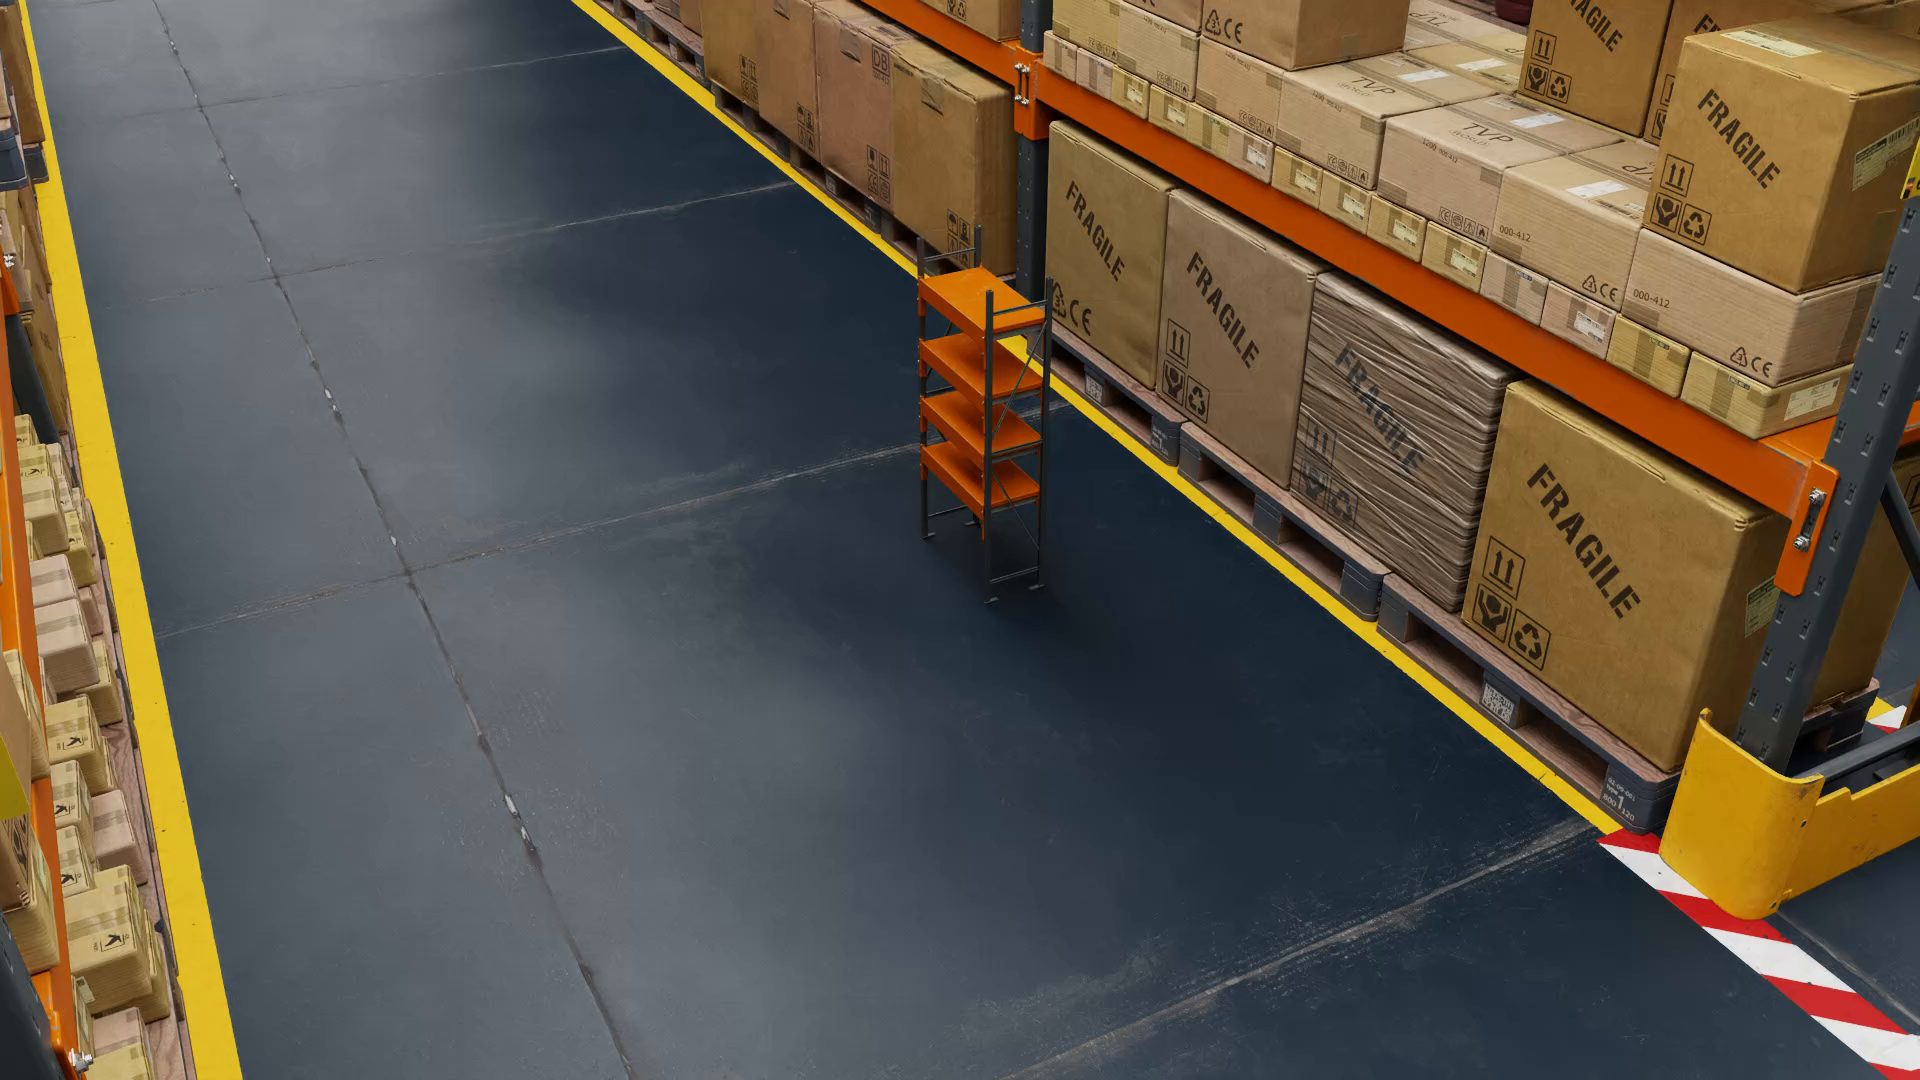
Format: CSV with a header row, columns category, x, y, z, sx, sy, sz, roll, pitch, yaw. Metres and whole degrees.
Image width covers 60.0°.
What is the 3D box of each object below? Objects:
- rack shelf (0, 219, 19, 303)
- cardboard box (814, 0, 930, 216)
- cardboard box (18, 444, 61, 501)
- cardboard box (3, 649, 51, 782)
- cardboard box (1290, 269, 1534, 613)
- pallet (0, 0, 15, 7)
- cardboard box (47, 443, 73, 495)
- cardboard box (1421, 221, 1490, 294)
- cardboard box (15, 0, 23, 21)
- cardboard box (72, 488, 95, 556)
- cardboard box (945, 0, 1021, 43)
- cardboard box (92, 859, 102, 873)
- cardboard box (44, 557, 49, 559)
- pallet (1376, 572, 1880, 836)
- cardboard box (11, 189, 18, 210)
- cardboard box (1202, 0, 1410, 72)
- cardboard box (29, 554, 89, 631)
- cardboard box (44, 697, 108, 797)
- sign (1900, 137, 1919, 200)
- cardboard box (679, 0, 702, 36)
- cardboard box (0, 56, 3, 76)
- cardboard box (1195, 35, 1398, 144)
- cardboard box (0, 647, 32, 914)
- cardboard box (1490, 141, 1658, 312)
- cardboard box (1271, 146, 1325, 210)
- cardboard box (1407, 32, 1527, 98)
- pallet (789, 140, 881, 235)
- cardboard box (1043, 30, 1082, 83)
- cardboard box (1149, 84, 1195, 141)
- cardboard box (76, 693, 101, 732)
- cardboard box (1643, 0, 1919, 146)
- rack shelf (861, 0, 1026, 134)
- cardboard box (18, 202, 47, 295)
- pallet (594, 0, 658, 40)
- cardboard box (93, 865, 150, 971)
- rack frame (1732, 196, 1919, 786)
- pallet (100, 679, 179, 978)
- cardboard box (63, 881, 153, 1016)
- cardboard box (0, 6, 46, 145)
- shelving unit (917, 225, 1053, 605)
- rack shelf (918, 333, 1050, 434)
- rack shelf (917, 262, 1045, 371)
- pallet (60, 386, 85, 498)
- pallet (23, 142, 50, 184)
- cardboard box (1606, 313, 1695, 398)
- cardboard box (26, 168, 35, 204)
category,x,y,z,sx,sy,sz,roll,pitch,yaw
rack shelf,-4.643,-1.798,6.942,1.077,0.370,4.000,-16,36,-23
cardboard box,-0.009,-2.354,8.725,1.225,0.875,0.875,-17,36,-25
cardboard box,-3.160,-0.157,5.416,0.380,0.149,0.250,-15,36,-23
cardboard box,-1.940,0.379,3.111,0.380,0.149,0.250,-17,36,-24
cardboard box,1.796,-0.438,5.734,0.875,0.875,0.875,-16,36,-23
pallet,-5.149,-2.661,7.801,1.213,0.211,1.003,-16,36,-23
cardboard box,-3.282,-0.178,5.724,0.380,0.149,0.250,-15,36,-22
cardboard box,1.655,-0.905,5.115,0.380,0.149,0.250,-17,36,-24
cardboard box,-7.071,-3.920,11.284,1.050,0.750,0.750,-16,36,-23
cardboard box,-3.226,-0.021,5.756,0.380,0.149,0.250,-15,36,-23
cardboard box,0.265,-2.542,7.345,0.500,0.500,0.500,-16,36,-23
cardboard box,-2.348,0.987,4.182,0.380,0.149,0.250,-16,36,-23
cardboard box,-2.974,0.216,5.110,0.380,0.149,0.250,-16,36,-23
pallet,2.148,0.376,5.468,1.003,0.211,1.213,-16,36,-23
cardboard box,-4.305,-1.503,7.049,0.500,0.250,0.500,-14,35,-21
cardboard box,1.191,-1.946,5.676,0.500,0.500,0.500,-17,36,-25
cardboard box,-2.777,0.210,4.844,0.380,0.149,0.250,-18,37,-25
cardboard box,-2.420,0.577,4.270,0.380,0.149,0.250,-15,36,-22
sign,2.103,-0.894,3.572,0.100,0.325,0.005,-16,36,-23
cardboard box,-1.470,-3.702,11.157,0.700,0.500,0.500,-18,37,-26
cardboard box,-3.734,-1.772,6.079,0.380,0.149,0.250,-16,36,-23
cardboard box,1.186,-1.633,5.882,0.500,0.250,0.500,-15,36,-22
cardboard box,-1.810,0.312,2.615,0.500,0.500,0.500,-14,35,-21
cardboard box,1.893,-0.905,4.746,0.500,0.250,0.500,-17,36,-24
cardboard box,1.297,-1.271,5.687,0.380,0.149,0.250,-17,36,-24
cardboard box,1.878,-1.530,5.722,0.500,0.250,0.500,-17,36,-24
pallet,-0.274,-2.104,9.338,1.003,0.211,1.213,-16,36,-23
cardboard box,0.568,-2.015,6.847,0.380,0.149,0.250,-16,36,-23
cardboard box,0.938,-1.639,6.260,0.380,0.149,0.250,-17,36,-24
cardboard box,-2.681,0.614,4.764,0.380,0.149,0.250,-15,36,-22
cardboard box,2.372,-1.350,4.745,0.500,0.500,0.500,-17,36,-24
rack shelf,-0.208,-2.997,8.814,1.077,0.370,4.000,-16,36,-23
cardboard box,-4.324,-1.189,7.252,0.500,0.500,0.500,-15,36,-22
pallet,-2.068,-4.035,12.353,1.003,0.211,1.213,-16,36,-23
cardboard box,-2.156,0.957,3.953,0.380,0.149,0.250,-15,35,-22
rack frame,2.590,-0.437,4.151,1.000,3.000,0.127,-16,36,-23
pallet,-2.793,0.922,4.614,1.003,0.211,1.213,-16,36,-23
cardboard box,-2.028,0.947,3.694,0.380,0.149,0.250,-16,36,-23
cardboard box,-5.780,-2.598,9.221,1.050,0.750,0.750,-16,36,-24
shelving unit,0.077,-0.426,5.803,0.258,1.200,0.503,-16,36,-23
rack shelf,0.077,-0.558,5.719,0.258,0.148,0.480,-16,36,-23
rack shelf,0.077,-0.757,5.591,0.258,0.148,0.480,-16,36,-23
pallet,-4.074,-0.343,6.590,1.003,0.211,1.213,-16,36,-23
pallet,-5.876,-2.276,9.607,1.003,0.211,1.213,-16,36,-23
cardboard box,2.010,-0.542,4.548,0.380,0.149,0.250,-15,36,-23
cardboard box,-5.037,-1.931,8.412,0.500,0.500,0.500,-16,36,-23
